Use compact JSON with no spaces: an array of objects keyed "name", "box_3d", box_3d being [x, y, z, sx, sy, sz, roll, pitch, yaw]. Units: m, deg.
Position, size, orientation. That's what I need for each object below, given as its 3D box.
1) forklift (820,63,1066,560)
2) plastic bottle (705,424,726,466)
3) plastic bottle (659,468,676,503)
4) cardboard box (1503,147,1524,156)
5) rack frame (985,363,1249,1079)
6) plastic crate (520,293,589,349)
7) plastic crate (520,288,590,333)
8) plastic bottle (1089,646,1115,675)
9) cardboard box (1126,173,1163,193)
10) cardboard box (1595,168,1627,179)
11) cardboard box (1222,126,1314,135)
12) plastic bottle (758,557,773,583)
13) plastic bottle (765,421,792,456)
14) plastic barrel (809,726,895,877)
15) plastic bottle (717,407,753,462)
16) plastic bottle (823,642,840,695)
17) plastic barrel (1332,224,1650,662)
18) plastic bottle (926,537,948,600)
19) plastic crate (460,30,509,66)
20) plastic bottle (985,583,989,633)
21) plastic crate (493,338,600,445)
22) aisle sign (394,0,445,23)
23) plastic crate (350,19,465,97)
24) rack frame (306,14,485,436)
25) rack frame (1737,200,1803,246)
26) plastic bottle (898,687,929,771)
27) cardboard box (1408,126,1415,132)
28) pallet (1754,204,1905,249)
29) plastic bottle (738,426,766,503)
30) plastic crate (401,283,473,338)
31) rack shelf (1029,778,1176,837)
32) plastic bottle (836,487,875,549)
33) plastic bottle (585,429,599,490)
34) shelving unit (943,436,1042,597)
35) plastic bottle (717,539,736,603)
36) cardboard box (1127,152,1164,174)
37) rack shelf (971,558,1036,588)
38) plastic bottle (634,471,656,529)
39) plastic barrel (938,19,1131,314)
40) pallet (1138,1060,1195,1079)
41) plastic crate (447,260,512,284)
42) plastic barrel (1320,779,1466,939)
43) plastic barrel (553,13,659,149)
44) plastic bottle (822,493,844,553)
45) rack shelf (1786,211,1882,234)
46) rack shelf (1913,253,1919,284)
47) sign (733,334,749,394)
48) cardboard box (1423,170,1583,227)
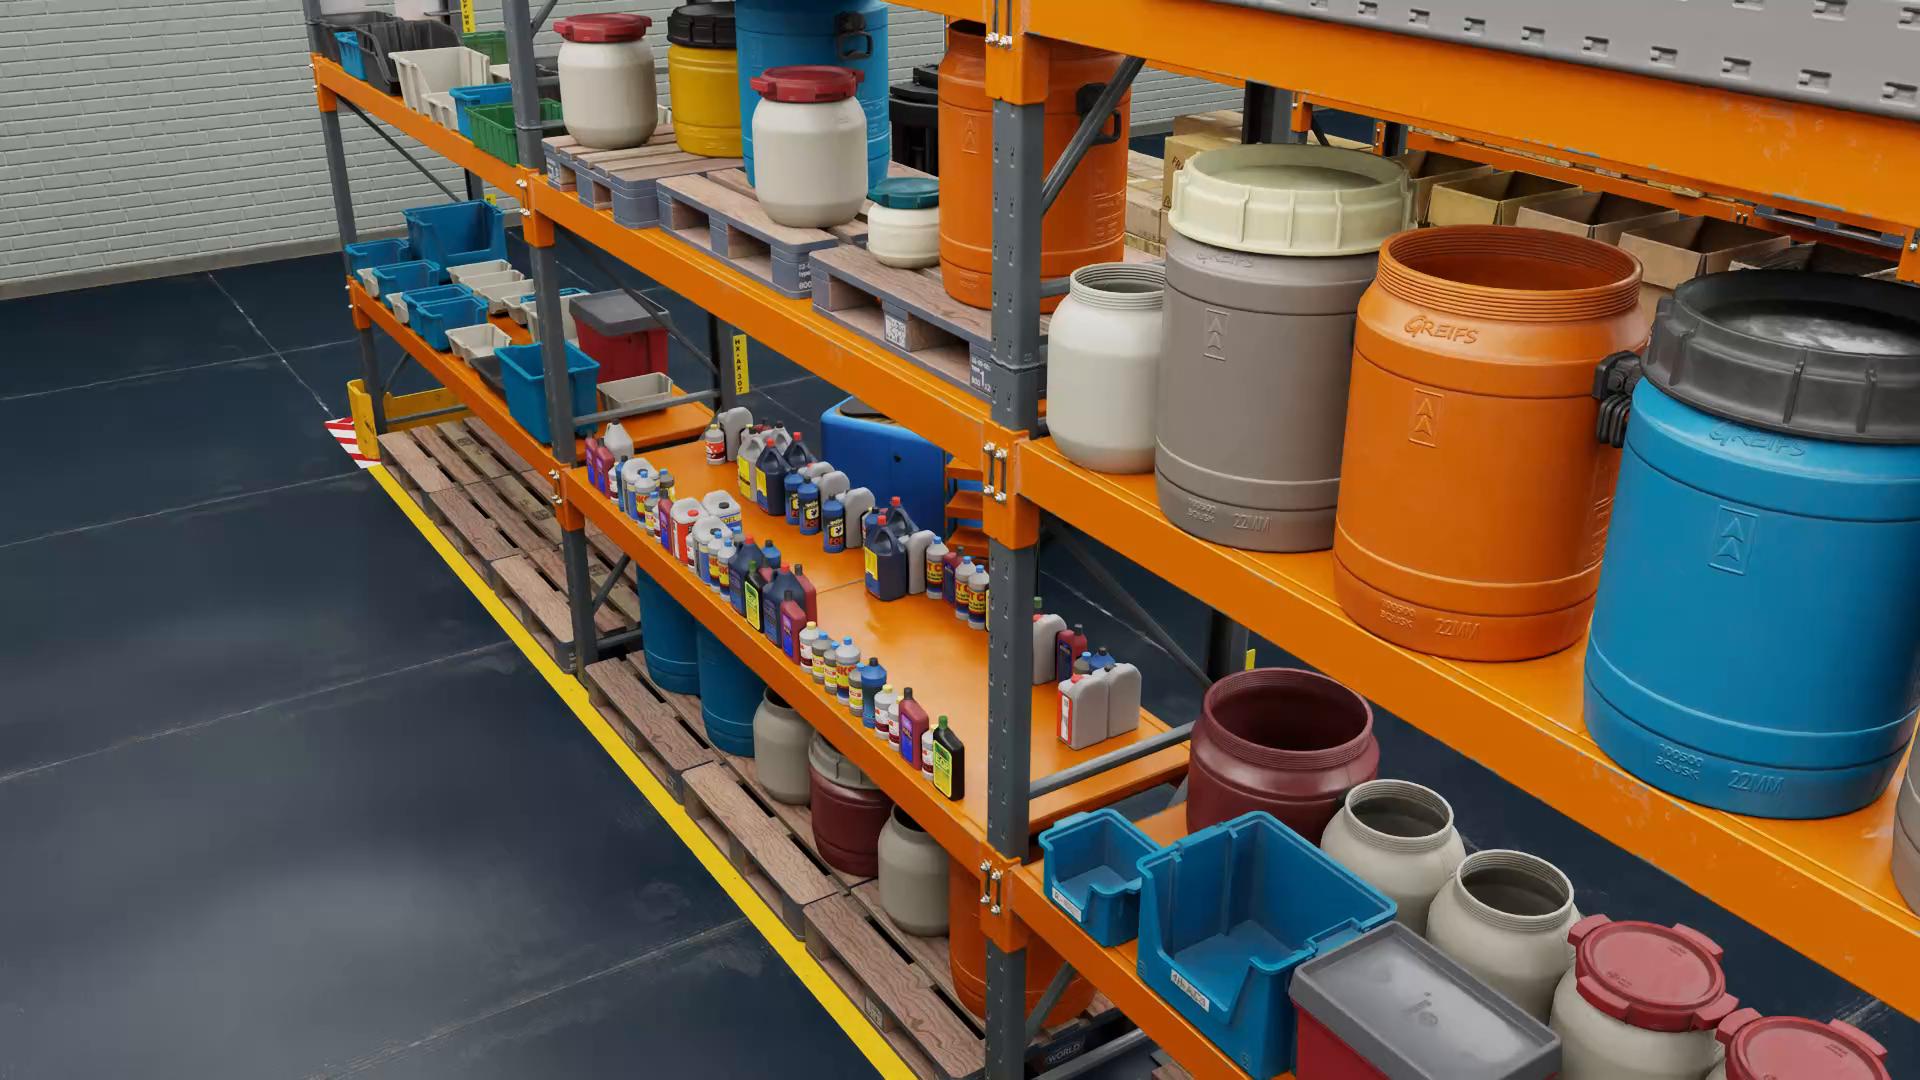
[{"name":"forklift","box_3d":[0.293,-1.561,10.622,1.130,2.935,3.031,13,28,25]},{"name":"plastic bottle","box_3d":[-1.253,-0.492,8.512,0.097,0.201,0.097,0,25,0]},{"name":"plastic bottle","box_3d":[-1.417,-0.244,7.986,0.097,0.201,0.097,0,25,0]},{"name":"cardboard box","box_3d":[5.205,-3.634,15.229,0.380,0.149,0.250,-16,30,-31]},{"name":"rack frame","box_3d":[0.539,0.747,5.654,1.000,3.000,0.127,-16,29,-30]},{"name":"plastic crate","box_3d":[-2.324,-1.246,9.945,0.437,0.282,0.530,-16,29,-30]},{"name":"plastic crate","box_3d":[-2.492,-1.391,10.309,0.416,0.233,0.300,-16,29,-30]},{"name":"plastic bottle","box_3d":[0.533,0.527,6.270,0.097,0.271,0.097,0,25,0]},{"name":"cardboard box","box_3d":[1.207,-2.550,12.466,0.500,0.250,0.500,-16,30,-31]},{"name":"cardboard box","box_3d":[5.743,-3.256,14.428,0.380,0.149,0.250,-17,30,-32]},{"name":"cardboard box","box_3d":[2.196,-2.653,11.804,0.500,0.500,0.500,-16,29,-30]},{"name":"plastic bottle","box_3d":[-0.786,0.218,6.912,0.061,0.283,0.133,-16,29,-30]},{"name":"plastic bottle","box_3d":[-0.869,-0.409,8.160,0.144,0.351,0.185,-16,29,-30]},{"name":"plastic barrel","box_3d":[-0.359,1.073,7.297,0.600,0.588,0.708,-16,29,-30]},{"name":"plastic bottle","box_3d":[-1.159,-0.562,8.572,0.152,0.276,0.135,-16,29,-30]},{"name":"plastic bottle","box_3d":[-0.479,0.489,6.432,0.097,0.201,0.097,0,25,0]},{"name":"plastic barrel","box_3d":[1.163,-0.225,3.697,0.600,0.830,0.708,-16,29,-30]},{"name":"plastic bottle","box_3d":[-0.097,0.114,7.145,0.097,0.271,0.097,0,25,0]},{"name":"plastic crate","box_3d":[-3.050,-3.089,10.514,0.450,0.188,0.336,-16,29,-30]},{"name":"plastic bottle","box_3d":[0.160,0.263,6.815,0.061,0.283,0.133,-16,29,-30]},{"name":"plastic crate","box_3d":[-2.185,-0.791,8.860,0.392,0.384,0.575,-16,29,-30]},{"name":"aisle sign","box_3d":[-3.622,-3.384,11.359,0.394,0.787,0.004,-16,29,-30]},{"name":"plastic crate","box_3d":[-3.224,-2.832,9.795,0.504,0.338,0.767,-16,29,-30]},{"name":"rack frame","box_3d":[-3.828,-2.114,11.715,1.000,3.000,0.127,-16,29,-30]},{"name":"rack frame","box_3d":[6.716,-2.958,13.501,1.000,3.000,0.127,-16,29,-30]},{"name":"plastic bottle","box_3d":[-0.165,0.672,5.949,0.061,0.283,0.133,-16,29,-30]},{"name":"cardboard box","box_3d":[4.435,-4.082,16.178,0.380,0.149,0.250,-16,30,-30]},{"name":"pallet","box_3d":[7.011,-2.564,12.891,1.003,0.211,1.213,-16,29,-30]},{"name":"plastic bottle","box_3d":[-0.989,-0.375,8.089,0.144,0.351,0.185,-16,29,-30]},{"name":"plastic crate","box_3d":[-3.250,-1.430,10.391,0.416,0.233,0.300,-16,29,-30]},{"name":"rack shelf","box_3d":[-0.553,0.292,7.292,0.831,0.071,3.687,-16,29,-30]},{"name":"plastic bottle","box_3d":[-0.484,-0.120,7.635,0.152,0.276,0.135,-16,29,-30]},{"name":"plastic bottle","box_3d":[-1.802,-0.400,8.221,0.061,0.283,0.133,-16,29,-30]},{"name":"shelving unit","box_3d":[0.180,-0.011,9.368,0.503,1.200,0.258,7,26,14]},{"name":"plastic bottle","box_3d":[-0.985,0.126,7.121,0.097,0.271,0.097,0,25,0]},{"name":"cardboard box","box_3d":[1.363,-2.860,13.122,0.500,0.250,0.500,-17,30,-31]},{"name":"rack shelf","box_3d":[0.180,0.229,9.481,0.480,0.148,0.258,7,26,14]},{"name":"plastic bottle","box_3d":[-1.471,-0.192,7.794,0.097,0.271,0.097,0,25,0]},{"name":"plastic barrel","box_3d":[0.232,-1.197,5.264,0.600,0.830,0.708,-16,29,-30]},{"name":"pallet","box_3d":[0.929,2.294,5.643,1.003,0.211,1.213,-16,29,-30]},{"name":"plastic crate","box_3d":[-3.231,-1.773,11.230,0.396,0.136,0.243,-16,29,-30]},{"name":"plastic barrel","box_3d":[1.280,1.015,4.956,0.421,0.512,0.421,0,25,0]},{"name":"plastic barrel","box_3d":[-1.567,-2.045,7.403,0.433,0.535,0.433,0,25,0]},{"name":"plastic bottle","box_3d":[-0.578,-0.082,7.561,0.097,0.271,0.097,0,25,0]},{"name":"rack shelf","box_3d":[7.808,-2.005,12.098,0.919,0.124,3.809,-16,29,-30]},{"name":"rack shelf","box_3d":[5.781,-0.723,6.097,1.077,0.370,4.000,-16,29,-30]},{"name":"sign","box_3d":[-1.183,-0.936,8.895,0.100,0.325,0.005,-16,29,-30]},{"name":"cardboard box","box_3d":[3.226,-1.862,9.888,0.797,0.503,0.637,-15,29,-29]}]
